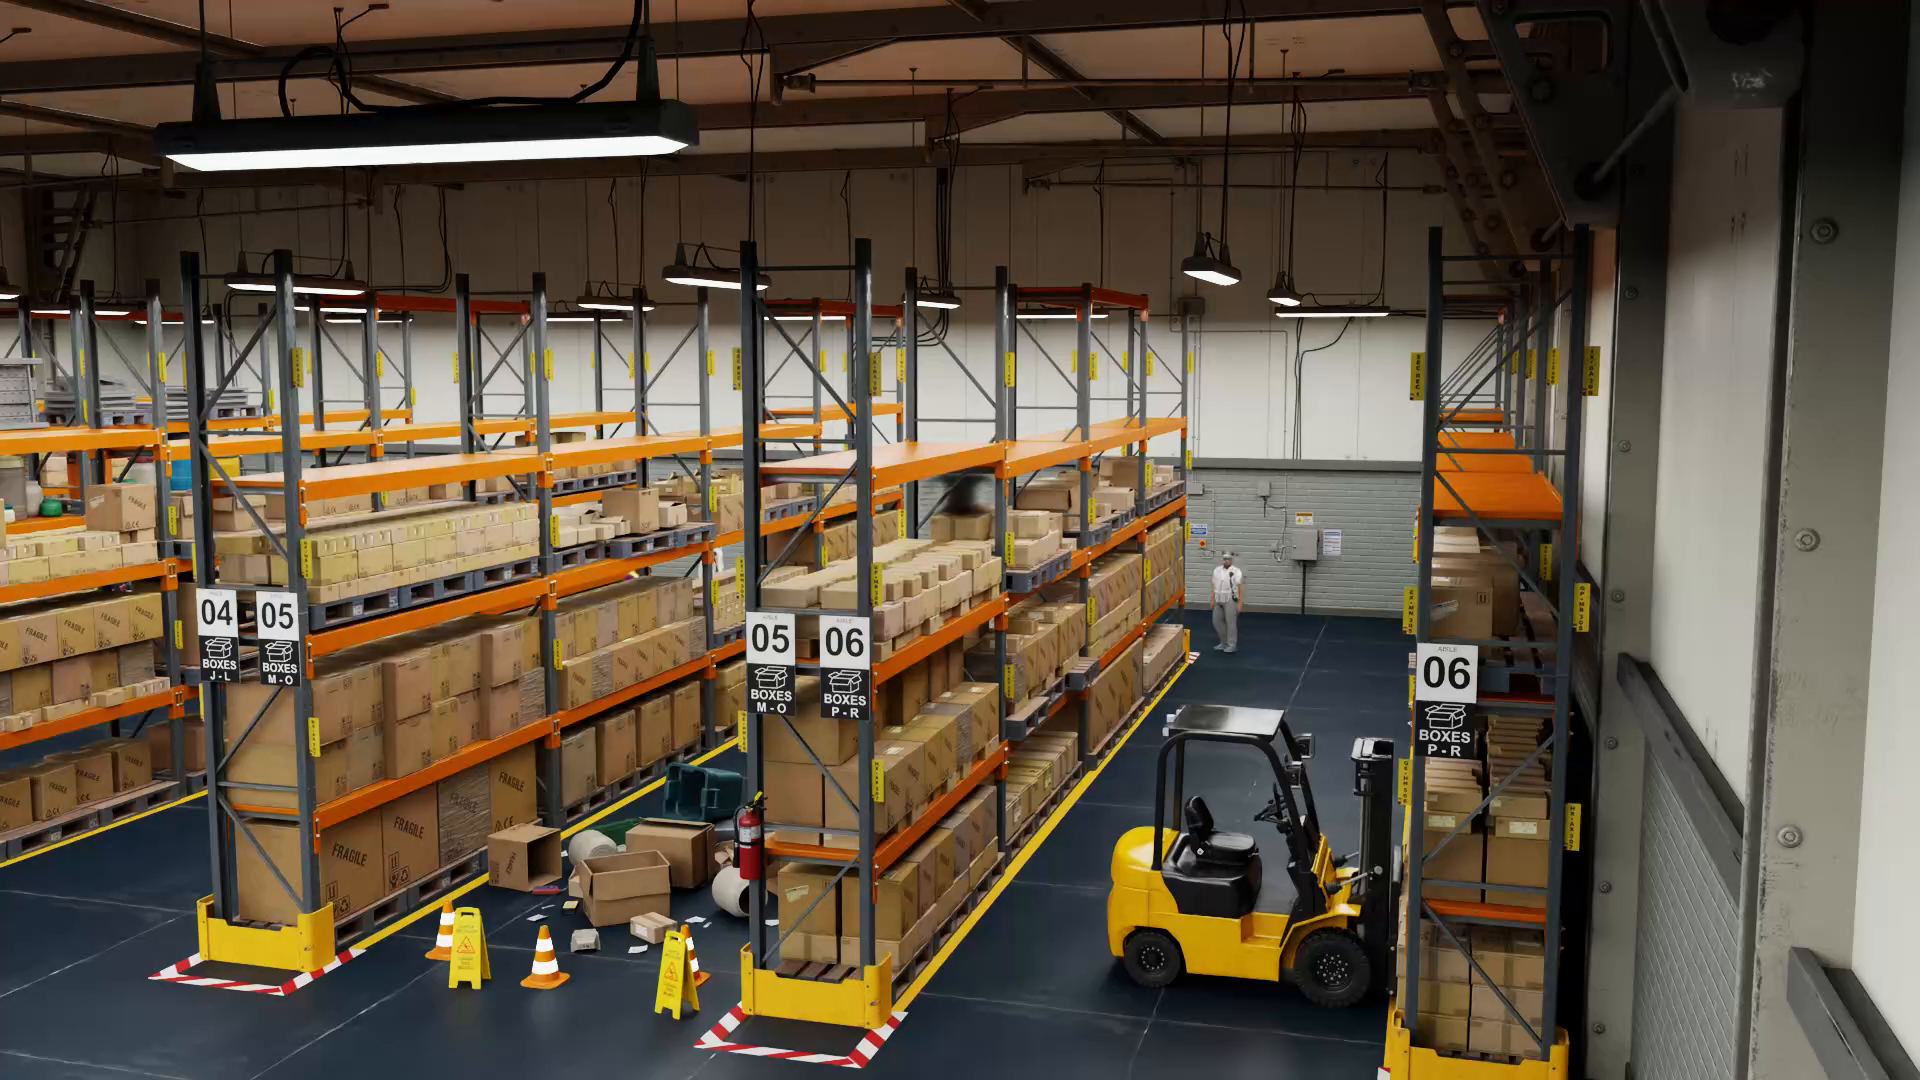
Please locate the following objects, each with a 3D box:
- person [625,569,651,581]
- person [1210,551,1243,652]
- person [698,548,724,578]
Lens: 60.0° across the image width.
[{"bbox_3d":[-5.363,1.138,28.163,0.531,1.783,0.596,3,7,26],"label":"person"},{"bbox_3d":[4.631,1.061,28.873,0.433,1.779,0.586,-5,8,-35],"label":"person"},{"bbox_3d":[-4.884,0.720,32.348,0.566,1.695,0.340,3,7,23],"label":"person"}]
